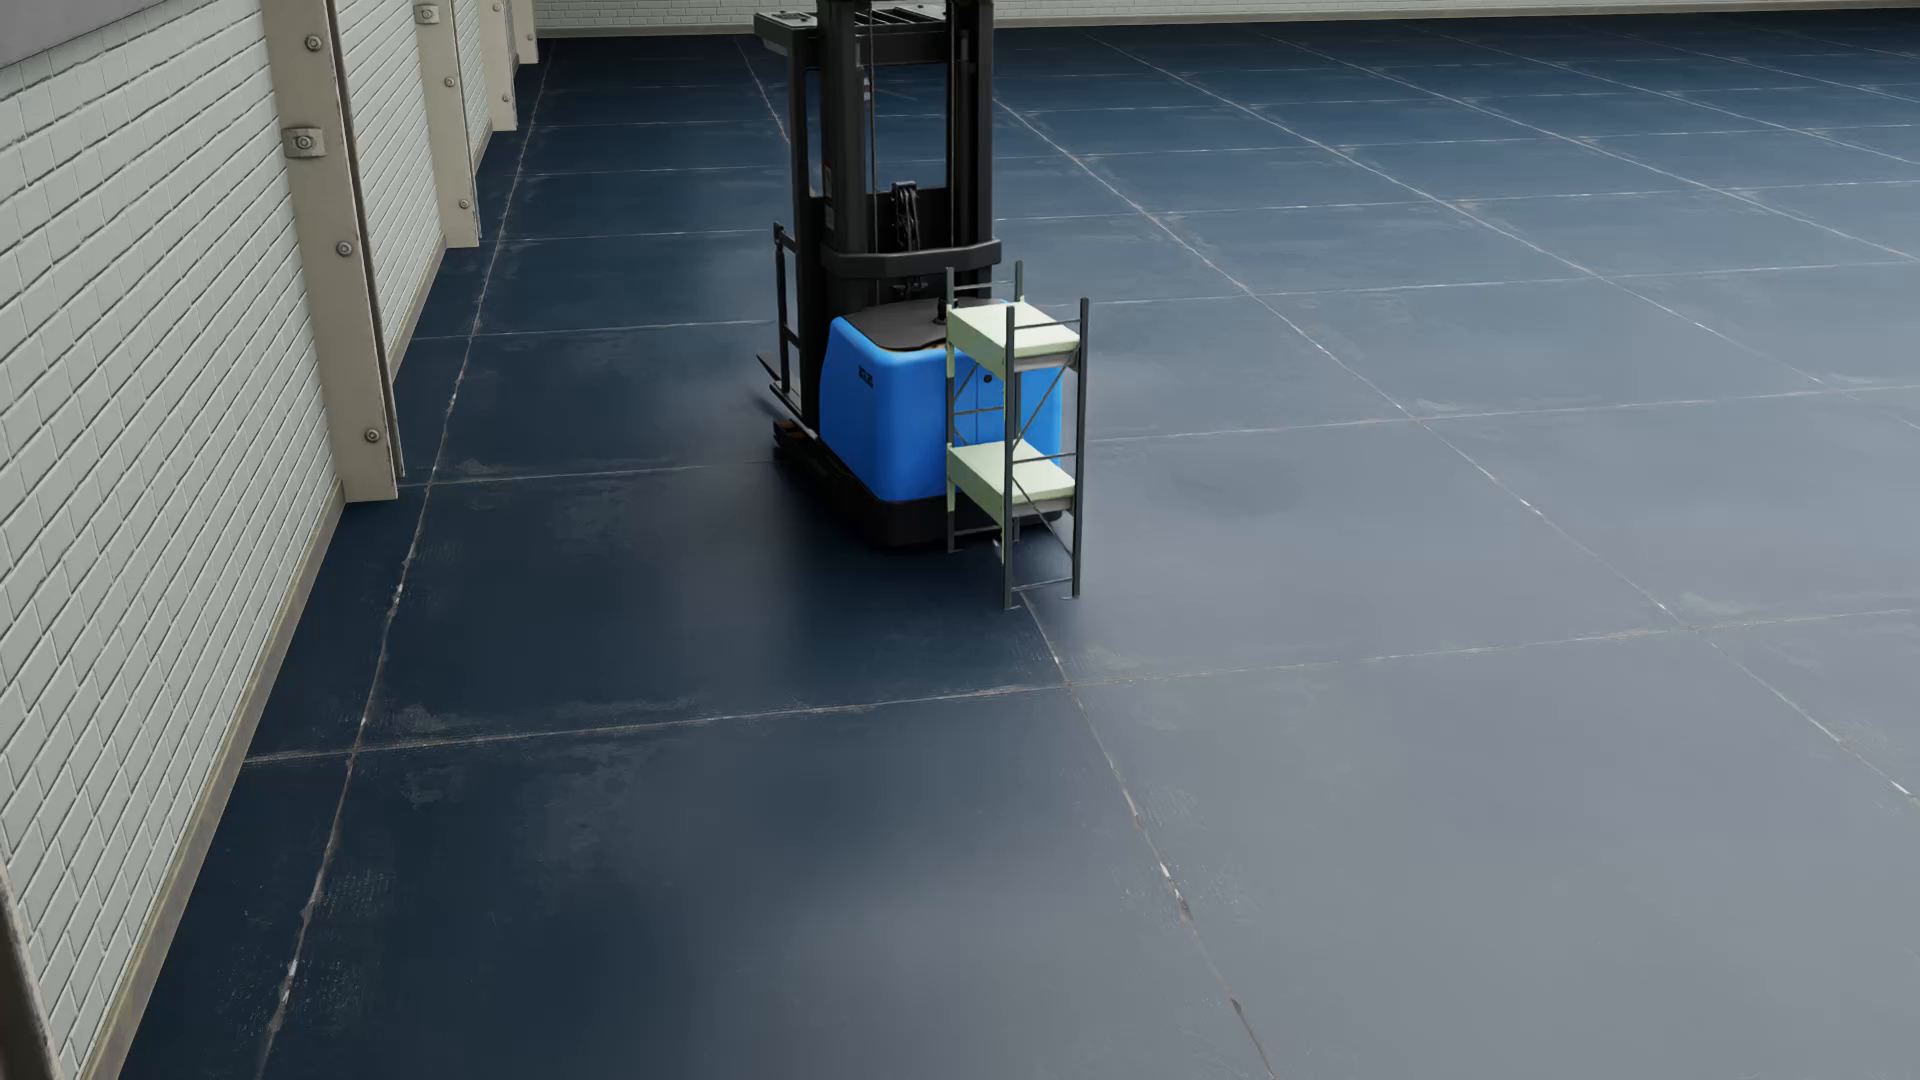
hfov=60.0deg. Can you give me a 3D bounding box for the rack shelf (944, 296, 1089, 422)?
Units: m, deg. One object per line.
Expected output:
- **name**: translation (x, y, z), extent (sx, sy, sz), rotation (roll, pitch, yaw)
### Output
- **rack shelf**: translation (0.257, -0.871, 7.896), extent (0.431, 0.370, 0.720), rotation (-9, 25, -20)

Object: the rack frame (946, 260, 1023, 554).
- **rack frame**: translation (0.120, -0.650, 8.363), extent (0.400, 1.500, 0.023), rotation (-9, 25, -20)

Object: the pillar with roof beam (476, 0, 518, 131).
- **pillar with roof beam**: translation (-1.318, -9.457, 19.160), extent (9.100, 9.000, 0.400), rotation (-4, 24, -10)

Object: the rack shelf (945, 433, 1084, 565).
- **rack shelf**: translation (0.257, -0.215, 8.183), extent (0.431, 0.370, 0.720), rotation (-9, 25, -20)

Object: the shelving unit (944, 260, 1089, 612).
- **shelving unit**: translation (0.257, -0.514, 8.052), extent (0.431, 1.500, 0.755), rotation (-9, 25, -20)

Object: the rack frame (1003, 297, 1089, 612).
- **rack frame**: translation (0.394, -0.378, 7.741), extent (0.400, 1.500, 0.023), rotation (-9, 25, -20)

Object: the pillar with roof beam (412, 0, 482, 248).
- **pillar with roof beam**: translation (-0.208, -7.097, 13.757), extent (9.100, 9.000, 0.400), rotation (-4, 24, -10)

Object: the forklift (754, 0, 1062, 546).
- **forklift**: translation (-0.475, -1.873, 9.376), extent (1.130, 2.935, 3.031), rotation (-9, 25, -20)

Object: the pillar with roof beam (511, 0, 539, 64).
- **pillar with roof beam**: translation (-2.427, -11.817, 24.564), extent (9.100, 9.000, 0.400), rotation (-4, 24, -10)

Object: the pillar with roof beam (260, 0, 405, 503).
- **pillar with roof beam**: translation (0.901, -4.737, 8.353), extent (9.100, 9.000, 0.400), rotation (-4, 24, -10)
